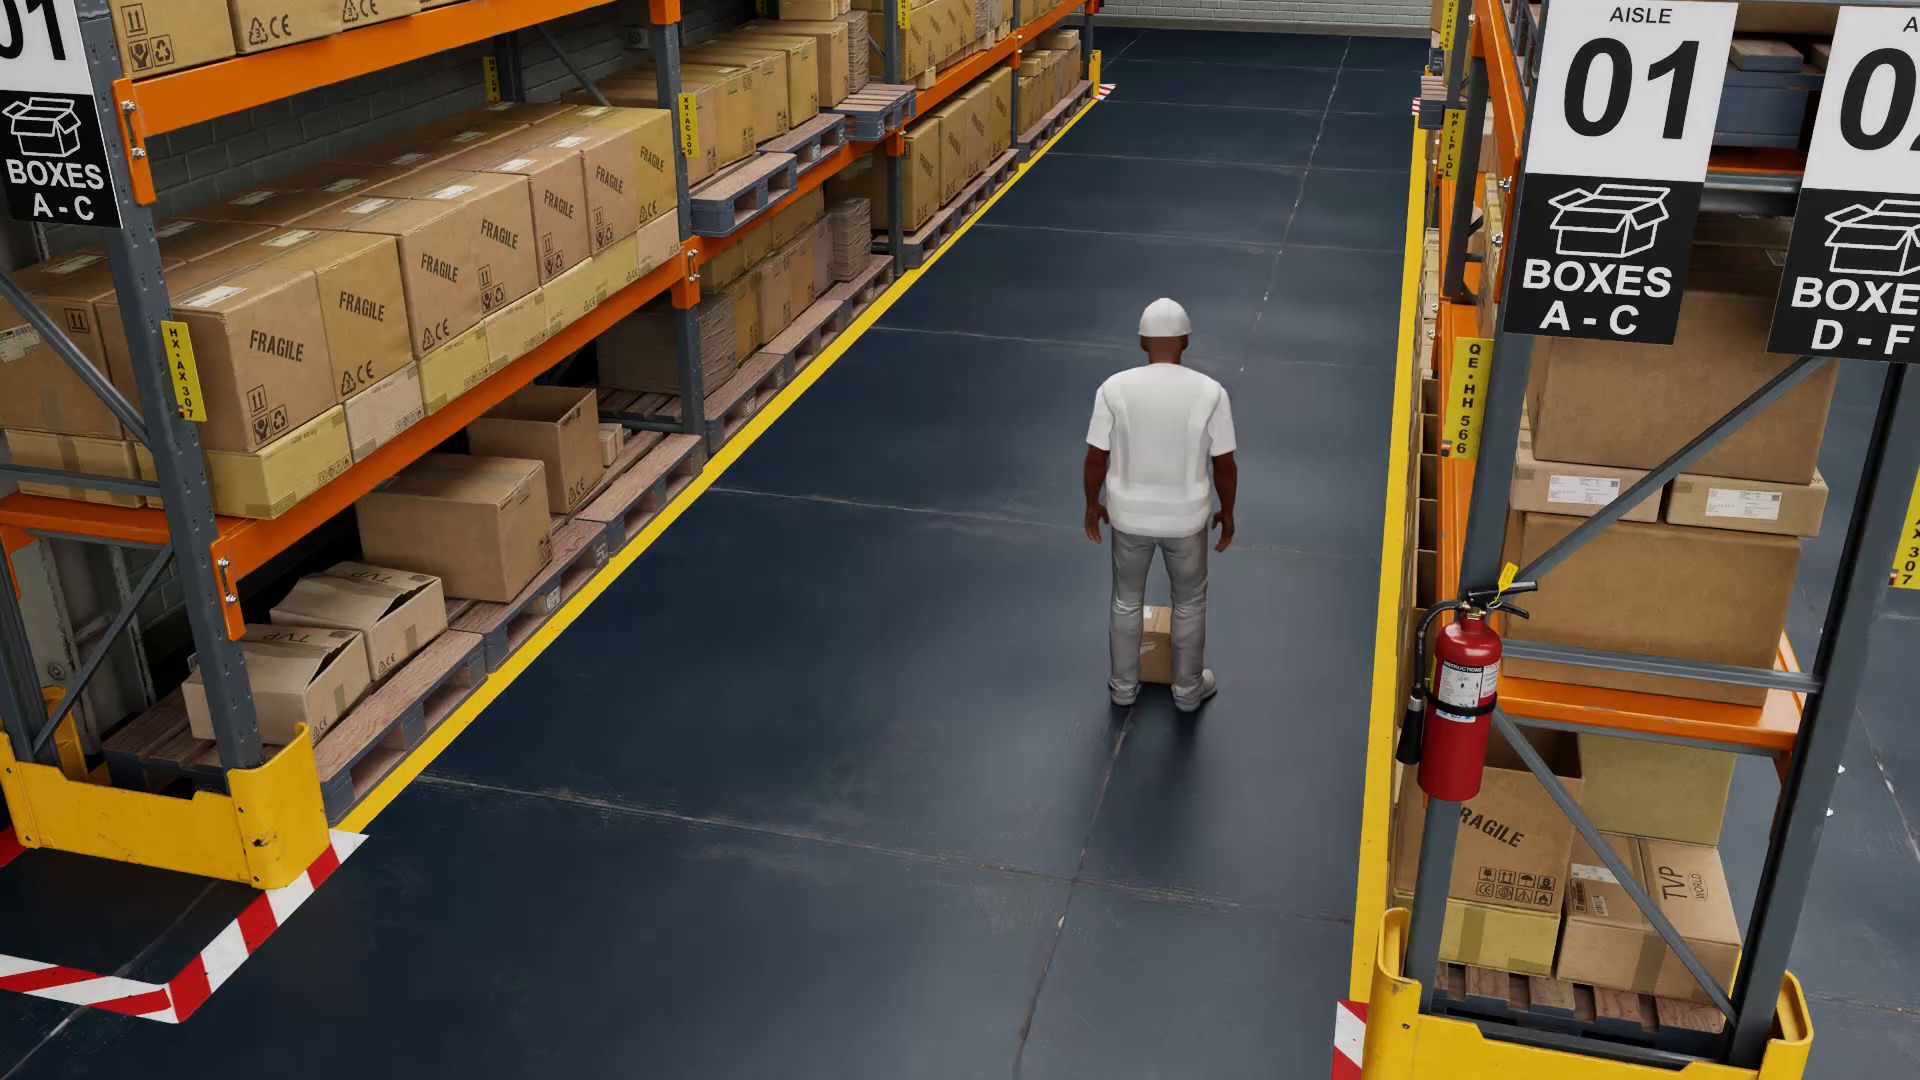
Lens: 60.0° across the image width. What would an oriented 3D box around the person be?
[{"bbox_3d":[0.821,-0.125,6.855,0.624,1.759,0.463,5,26,11],"label":"person"}]
